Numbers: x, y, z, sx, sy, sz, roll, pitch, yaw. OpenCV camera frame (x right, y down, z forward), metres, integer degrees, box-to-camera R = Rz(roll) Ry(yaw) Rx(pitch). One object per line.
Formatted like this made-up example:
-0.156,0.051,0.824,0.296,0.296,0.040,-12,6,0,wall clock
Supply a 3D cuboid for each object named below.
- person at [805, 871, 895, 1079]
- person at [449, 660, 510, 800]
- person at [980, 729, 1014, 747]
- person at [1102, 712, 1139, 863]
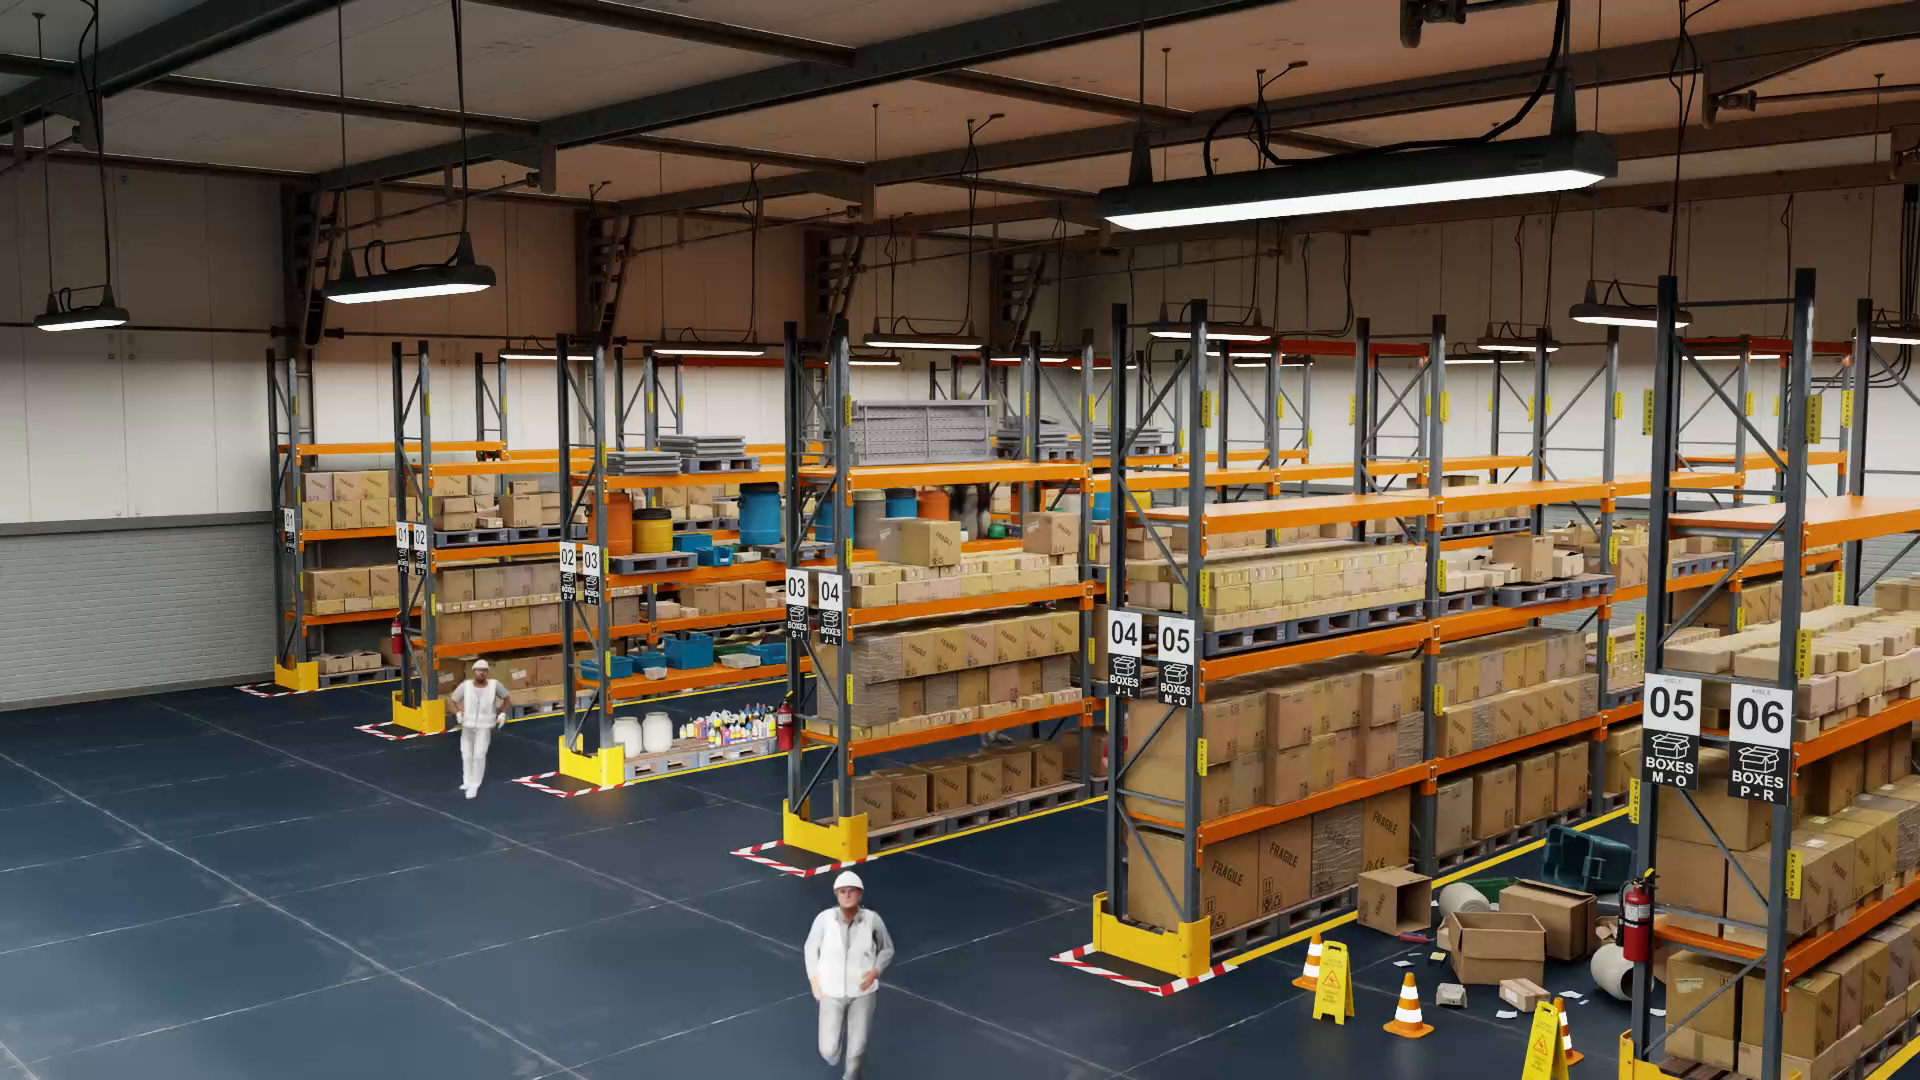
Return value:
-0.810,3.263,12.172,0.662,1.708,0.627,0,5,1,person
-6.226,2.436,21.508,0.732,1.787,0.674,0,5,-4,person
0.498,2.315,23.021,0.696,1.718,0.605,5,7,44,person
1.839,2.761,18.099,0.656,1.796,0.721,3,6,35,person
